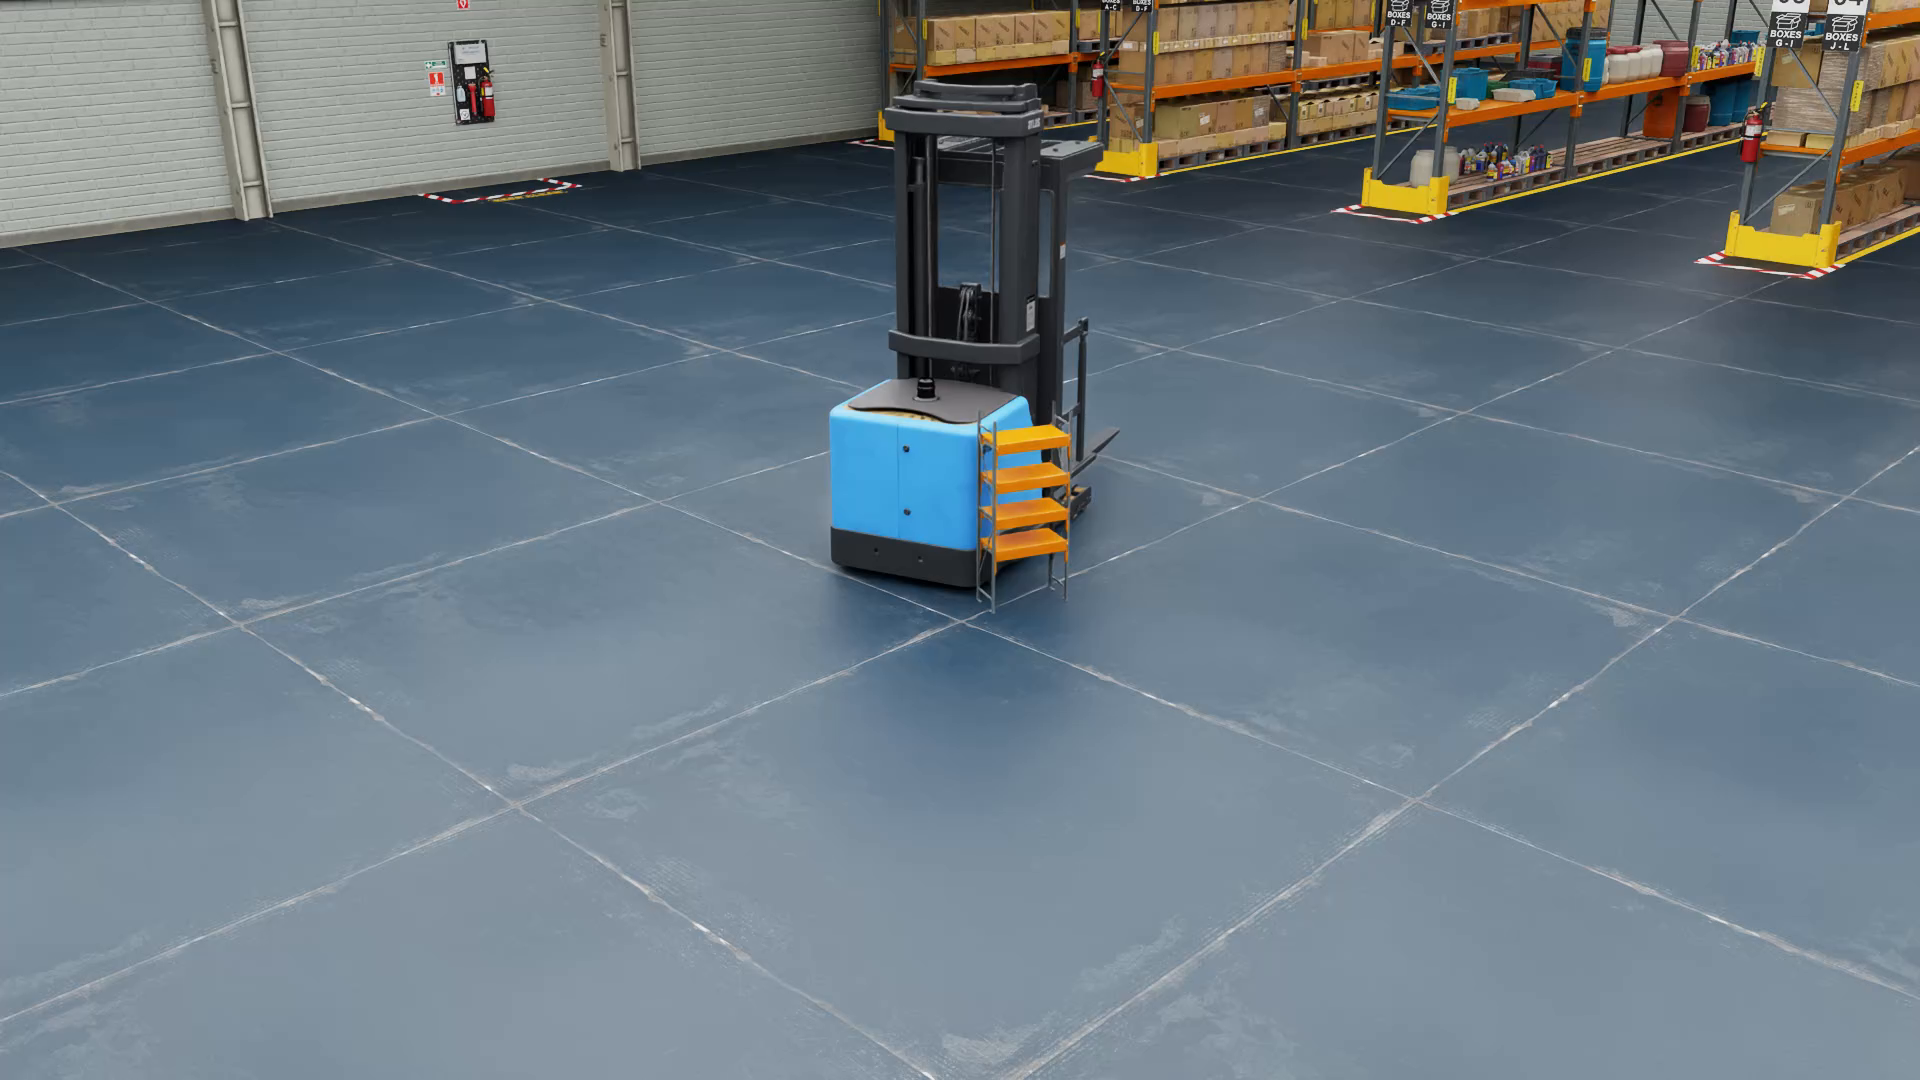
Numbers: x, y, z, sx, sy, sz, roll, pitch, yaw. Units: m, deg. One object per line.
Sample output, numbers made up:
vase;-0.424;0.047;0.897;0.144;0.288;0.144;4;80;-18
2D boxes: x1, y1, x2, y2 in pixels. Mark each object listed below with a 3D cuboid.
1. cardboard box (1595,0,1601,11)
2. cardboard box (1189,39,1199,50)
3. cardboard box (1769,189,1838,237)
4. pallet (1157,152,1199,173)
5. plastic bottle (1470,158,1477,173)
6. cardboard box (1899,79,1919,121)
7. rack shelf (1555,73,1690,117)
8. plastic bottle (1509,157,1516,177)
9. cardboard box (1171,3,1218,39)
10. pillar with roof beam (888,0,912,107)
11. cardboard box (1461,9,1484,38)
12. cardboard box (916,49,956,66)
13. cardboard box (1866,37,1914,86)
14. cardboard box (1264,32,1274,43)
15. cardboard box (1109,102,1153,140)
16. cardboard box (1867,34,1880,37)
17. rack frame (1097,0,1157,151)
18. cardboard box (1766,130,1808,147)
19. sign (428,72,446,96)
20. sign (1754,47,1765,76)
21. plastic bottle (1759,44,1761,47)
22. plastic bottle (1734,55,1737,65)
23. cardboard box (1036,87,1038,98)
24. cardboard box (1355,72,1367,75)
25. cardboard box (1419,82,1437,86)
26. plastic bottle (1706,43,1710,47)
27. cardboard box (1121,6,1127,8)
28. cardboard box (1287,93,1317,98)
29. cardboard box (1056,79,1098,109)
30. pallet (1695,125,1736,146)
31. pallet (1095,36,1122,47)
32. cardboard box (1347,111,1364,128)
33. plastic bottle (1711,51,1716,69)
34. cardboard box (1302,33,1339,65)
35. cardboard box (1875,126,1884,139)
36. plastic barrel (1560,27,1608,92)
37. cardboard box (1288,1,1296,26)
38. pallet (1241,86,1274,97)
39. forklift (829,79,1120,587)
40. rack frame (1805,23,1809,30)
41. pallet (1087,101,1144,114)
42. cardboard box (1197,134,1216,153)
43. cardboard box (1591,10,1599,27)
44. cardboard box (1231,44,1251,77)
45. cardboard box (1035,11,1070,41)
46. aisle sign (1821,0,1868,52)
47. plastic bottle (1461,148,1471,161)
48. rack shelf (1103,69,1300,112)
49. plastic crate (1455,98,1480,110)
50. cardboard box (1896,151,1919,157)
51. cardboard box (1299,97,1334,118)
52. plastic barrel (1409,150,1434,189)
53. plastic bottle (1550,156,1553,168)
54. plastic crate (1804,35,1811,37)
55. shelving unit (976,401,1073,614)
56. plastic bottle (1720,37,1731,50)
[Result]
cardboard box;13.257;-11.503;35.288;0.500;0.500;0.500;-19;28;-41
cardboard box;3.524;-7.783;26.099;0.380;0.149;0.250;19;28;40
cardboard box;10.104;-3.895;19.927;0.500;0.500;0.500;-14;25;-32
pallet;3.064;-6.095;26.639;1.003;0.211;1.213;19;28;41
plastic bottle;7.596;-5.548;24.616;0.097;0.201;0.097;0;21;0
cardboard box;11.438;-5.550;20.778;0.875;0.500;0.500;19;28;41
rack shelf;10.293;-7.156;26.514;1.077;0.370;4.000;19;28;41
plastic bottle;8.046;-5.435;24.224;0.097;0.271;0.097;0;21;0
cardboard box;3.647;-8.239;26.381;0.700;0.500;0.500;19;28;41
pillar with roof beam;1.962;-10.548;25.975;9.100;9.000;0.400;19;28;41
cardboard box;9.744;-10.048;32.310;0.700;0.500;0.500;12;24;27
cardboard box;-0.423;-8.414;28.966;0.500;0.250;0.500;18;28;39
cardboard box;10.937;-5.691;19.752;0.500;0.500;0.500;19;28;41
cardboard box;4.960;-8.313;27.479;0.380;0.149;0.250;18;28;39
cardboard box;2.722;-6.665;26.436;0.500;0.500;0.500;19;28;41
cardboard box;10.913;-5.949;20.425;0.500;0.500;0.500;19;28;41
rack frame;2.561;-7.190;25.600;1.000;3.000;0.127;19;28;41
cardboard box;9.707;-4.717;19.517;0.380;0.149;0.250;19;28;41
sign;-7.519;-6.558;23.905;0.001;0.329;0.234;19;28;41
sign;9.272;-5.542;19.257;0.100;0.325;0.005;19;28;41
plastic bottle;14.307;-8.726;29.760;0.061;0.283;0.133;19;28;41
plastic bottle;13.512;-8.405;29.037;0.097;0.201;0.097;0;21;0
cardboard box;1.104;-8.219;31.148;0.500;0.500;0.500;17;27;37
cardboard box;9.055;-11.108;38.692;0.700;0.500;0.500;18;27;39
cardboard box;9.025;-8.466;31.792;0.500;0.500;0.500;18;27;39
plastic bottle;13.527;-8.833;30.055;0.097;0.271;0.097;0;21;0
cardboard box;3.416;-10.288;32.908;0.700;0.500;0.500;19;28;41
cardboard box;6.137;-7.831;29.734;0.500;0.311;0.500;19;28;40
cardboard box;2.301;-8.689;32.371;0.500;0.500;0.700;-19;28;-40
pallet;13.059;-7.229;29.589;1.003;0.211;1.213;19;28;41
pallet;3.238;-9.877;32.857;1.003;0.211;1.213;19;28;41
cardboard box;6.883;-7.568;29.830;0.500;0.250;0.500;-20;28;-41
plastic bottle;12.832;-8.183;28.346;0.061;0.283;0.133;19;28;41
cardboard box;6.266;-8.594;29.112;0.500;0.500;0.500;-18;27;-38
cardboard box;10.893;-4.929;20.068;0.380;0.149;0.250;19;28;41
plastic barrel;9.384;-7.235;25.018;0.600;0.901;0.708;19;28;41
cardboard box;6.890;-11.393;35.953;0.500;0.500;0.500;20;28;41
pallet;6.045;-9.680;35.964;1.003;0.211;1.213;19;28;41
forklift;0.268;-1.572;11.078;1.130;2.935;3.031;10;23;23
rack frame;17.269;-10.062;33.073;1.000;3.000;0.127;19;28;41
pallet;3.193;-8.671;33.340;1.003;0.211;1.213;19;28;41
cardboard box;3.790;-6.443;26.903;0.500;0.250;0.500;19;28;41
cardboard box;13.246;-11.032;35.457;0.500;0.500;0.500;20;28;41
cardboard box;4.330;-7.884;27.266;0.500;0.500;0.700;-20;28;-41
cardboard box;1.691;-9.547;30.869;0.500;0.500;0.500;19;28;41
aisle sign;9.828;-5.832;18.444;0.394;0.787;0.004;19;28;41
plastic bottle;7.479;-5.637;24.639;0.185;0.351;0.144;-19;28;-40
rack shelf;3.956;-7.368;27.067;1.077;0.370;4.000;19;28;41
plastic crate;6.962;-5.976;22.808;0.298;0.136;0.250;19;28;41
cardboard box;13.236;-5.047;22.895;0.700;0.500;0.500;19;28;40
cardboard box;6.171;-7.564;29.038;0.500;0.311;0.500;19;28;40
plastic barrel;6.512;-5.172;23.233;0.421;0.512;0.421;0;21;0
plastic bottle;8.868;-5.705;25.025;0.097;0.201;0.097;0;21;0
plastic crate;15.676;-9.353;31.309;0.437;0.282;0.530;19;28;41
shelving unit;0.378;-0.191;9.898;0.503;1.200;0.258;-9;23;-22
plastic bottle;13.973;-8.991;30.355;0.144;0.351;0.185;19;28;41
